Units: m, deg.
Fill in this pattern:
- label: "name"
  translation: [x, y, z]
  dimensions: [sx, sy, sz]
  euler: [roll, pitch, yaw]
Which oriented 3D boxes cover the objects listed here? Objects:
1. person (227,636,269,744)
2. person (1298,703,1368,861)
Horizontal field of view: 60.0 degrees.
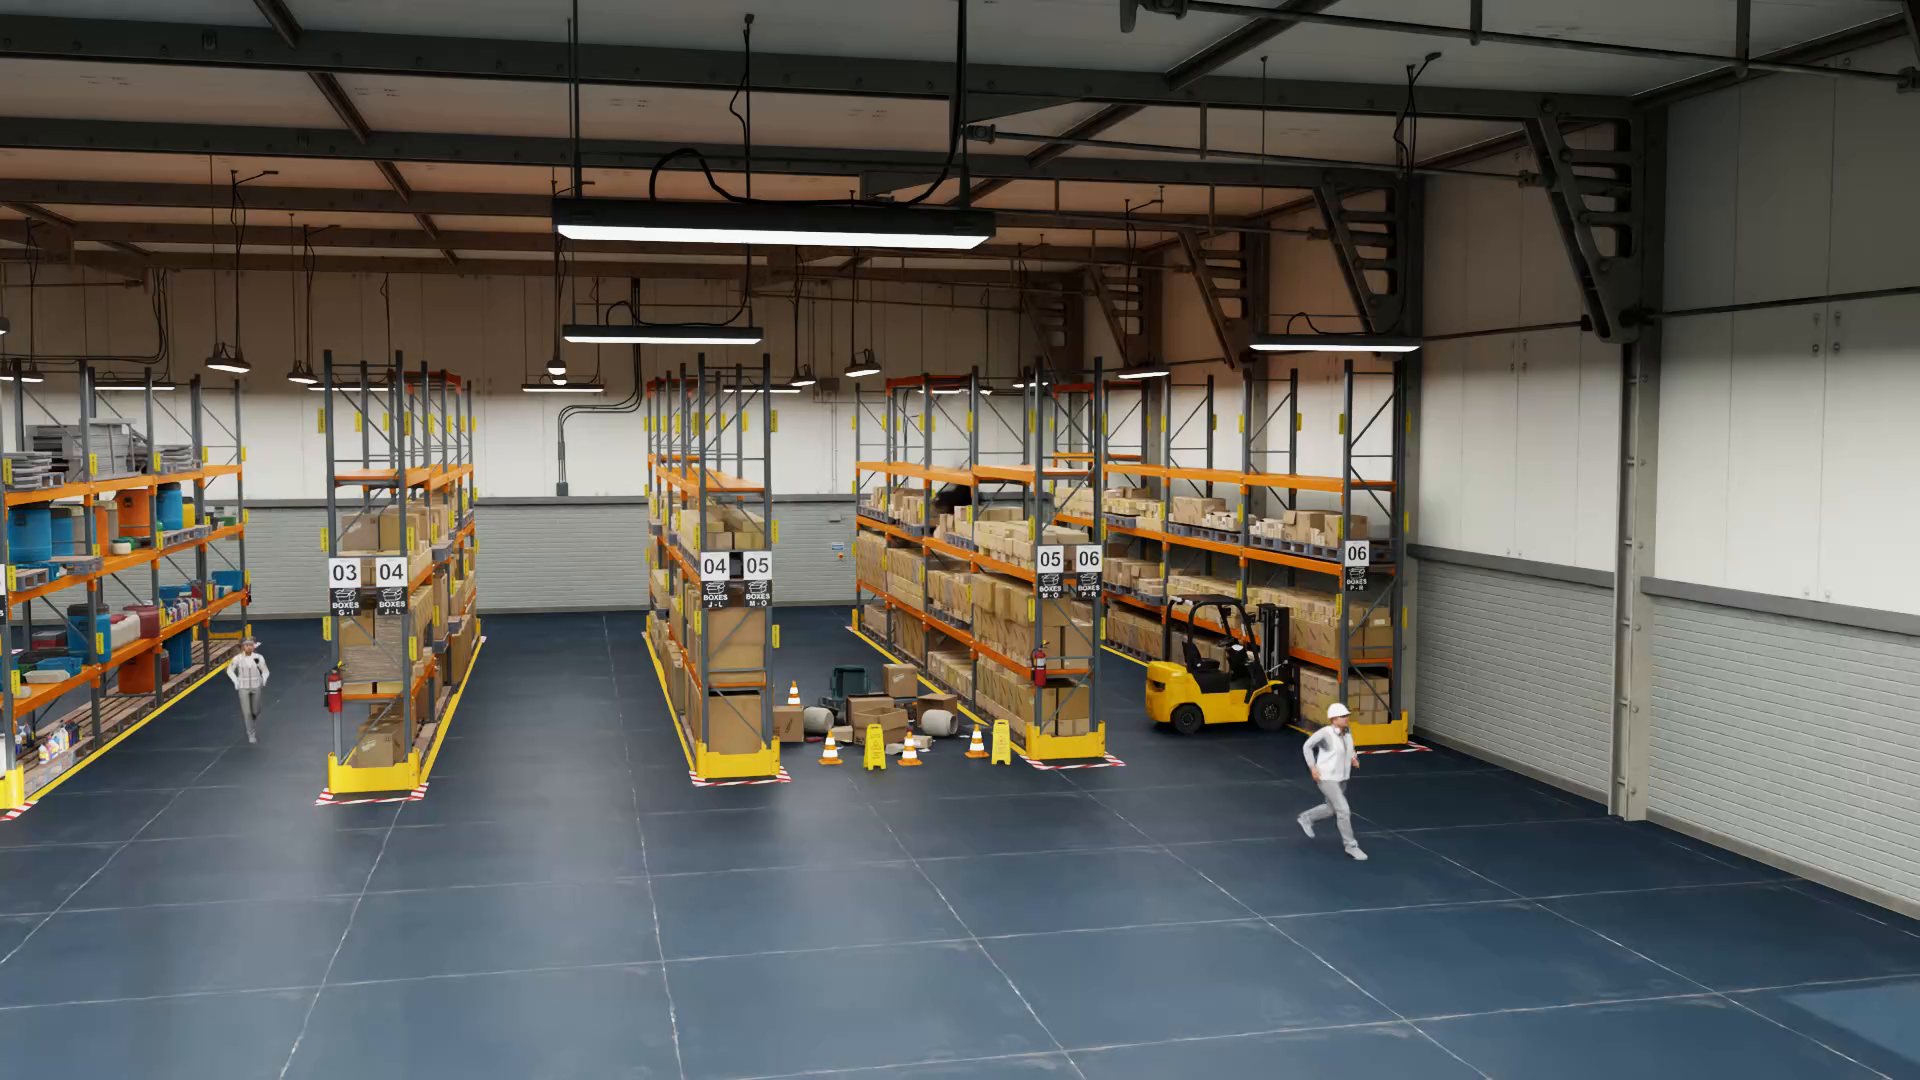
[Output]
- label: "person"
  translation: [-11.255, 2.352, 26.318]
  dimensions: [0.618, 1.684, 0.762]
  euler: [-2, 5, -29]
- label: "person"
  translation: [4.333, 2.770, 19.395]
  dimensions: [0.674, 1.774, 1.010]
  euler: [-3, 5, -38]
